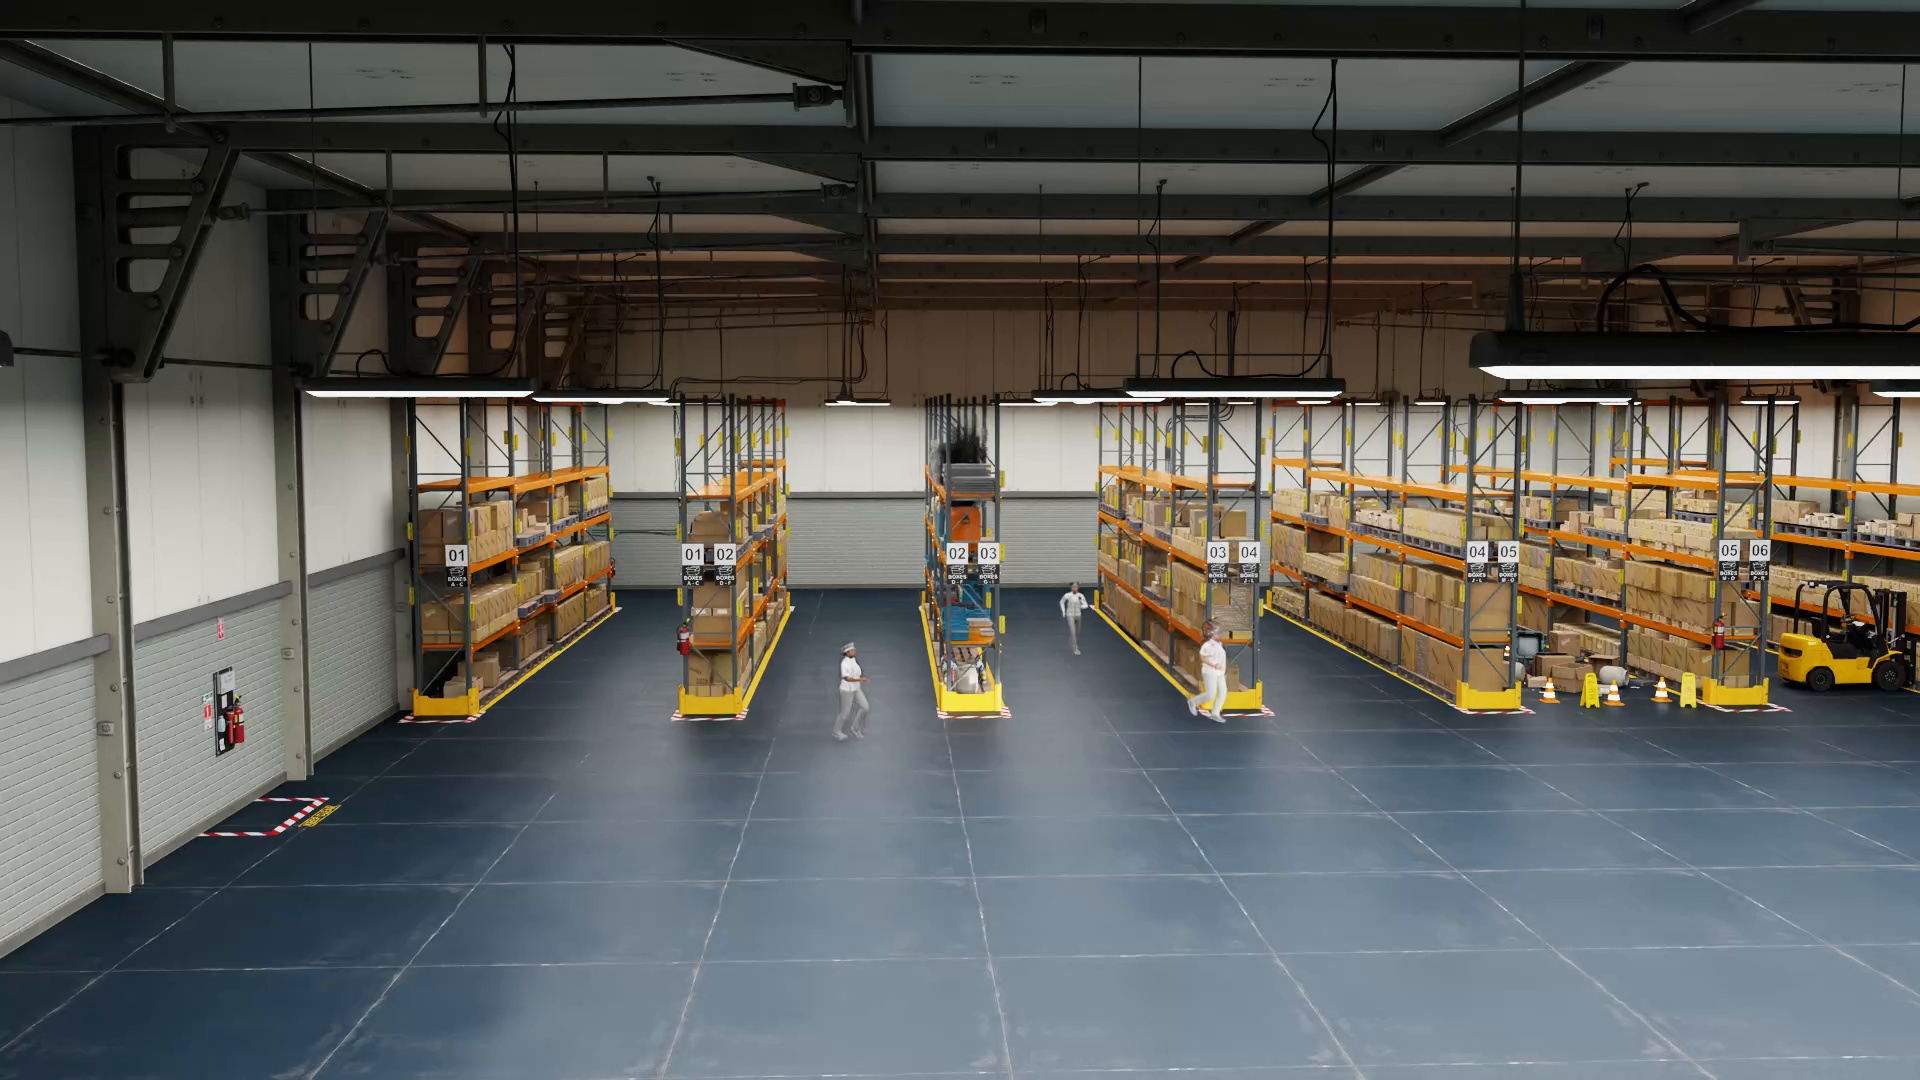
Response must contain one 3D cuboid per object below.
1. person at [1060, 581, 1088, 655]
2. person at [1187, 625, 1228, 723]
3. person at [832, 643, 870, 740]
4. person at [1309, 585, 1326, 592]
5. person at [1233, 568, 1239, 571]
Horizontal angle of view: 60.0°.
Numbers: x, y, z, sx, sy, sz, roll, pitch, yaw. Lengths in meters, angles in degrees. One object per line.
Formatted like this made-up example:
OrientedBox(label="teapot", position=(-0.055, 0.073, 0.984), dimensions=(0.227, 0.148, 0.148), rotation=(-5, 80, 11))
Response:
OrientedBox(label="person", position=(2.670, 1.788, 38.861), dimensions=(0.612, 1.677, 0.901), rotation=(-1, 5, -10))
OrientedBox(label="person", position=(4.626, 2.442, 30.598), dimensions=(0.763, 1.767, 0.678), rotation=(4, 6, 43))
OrientedBox(label="person", position=(-1.855, 2.619, 28.679), dimensions=(0.709, 1.727, 0.574), rotation=(2, 5, 25))
OrientedBox(label="person", position=(10.446, 1.000, 49.027), dimensions=(0.704, 1.702, 0.867), rotation=(-3, 6, -37))
OrientedBox(label="person", position=(7.685, 1.298, 45.223), dimensions=(0.694, 1.731, 0.693), rotation=(0, 5, 3))
